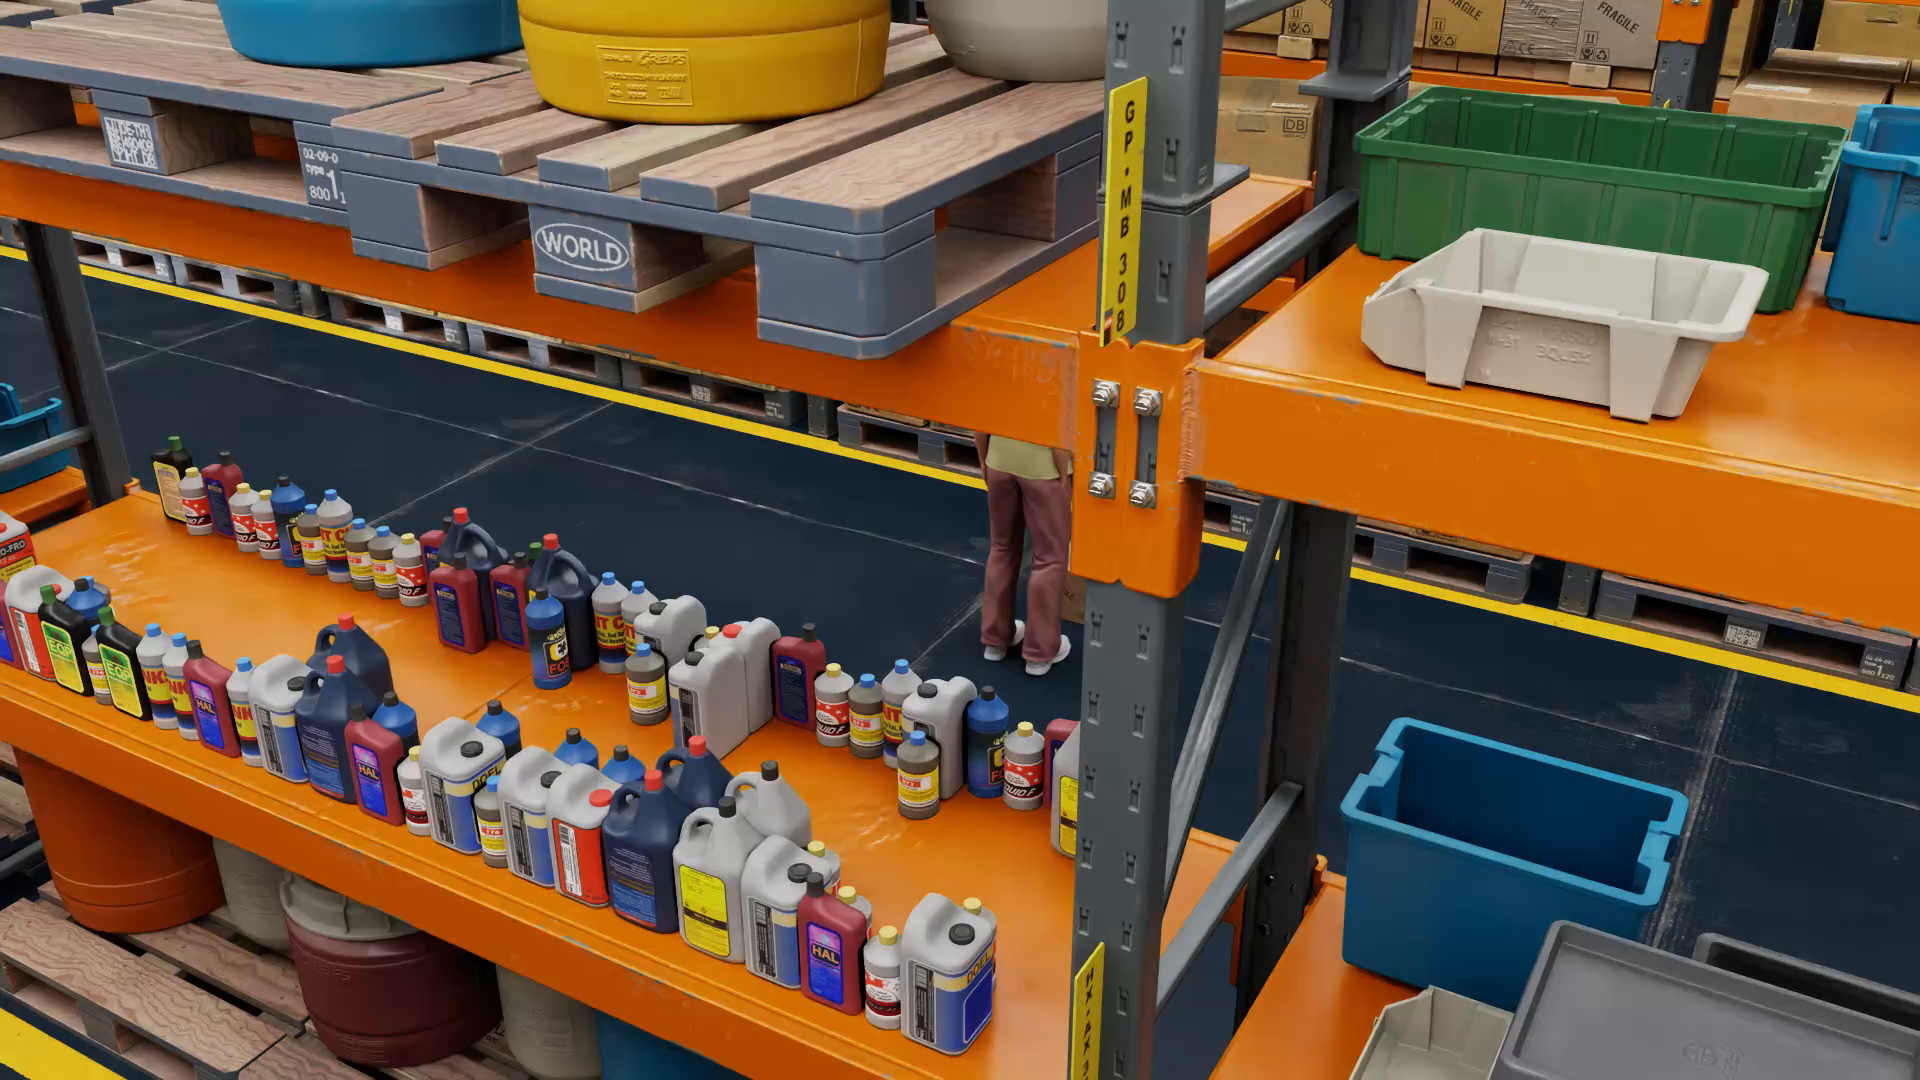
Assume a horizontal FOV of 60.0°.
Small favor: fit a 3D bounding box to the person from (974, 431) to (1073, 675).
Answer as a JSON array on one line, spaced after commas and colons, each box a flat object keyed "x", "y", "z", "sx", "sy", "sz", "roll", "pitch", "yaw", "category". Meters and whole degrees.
[{"x": 0.253, "y": -0.260, "z": 6.643, "sx": 0.442, "sy": 1.671, "sz": 0.364, "roll": 15, "pitch": 30, "yaw": 27, "category": "person"}]
